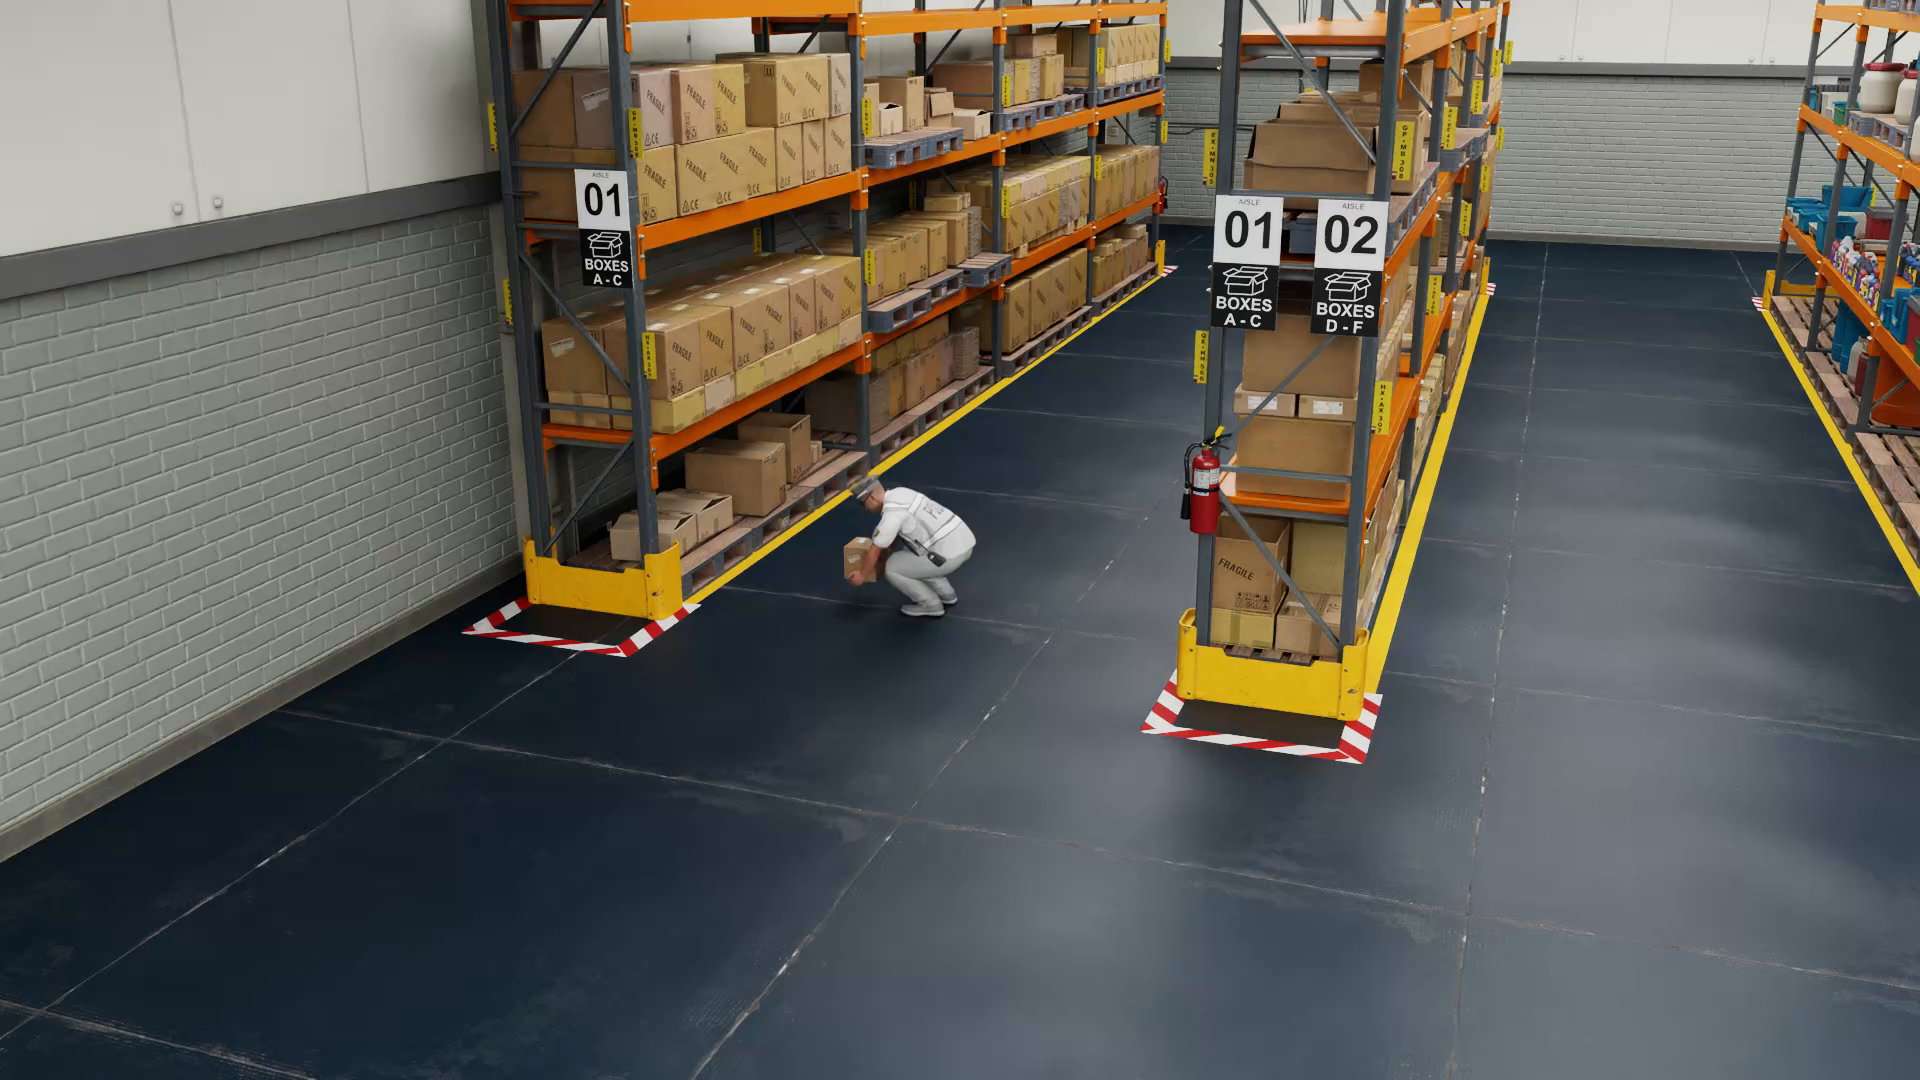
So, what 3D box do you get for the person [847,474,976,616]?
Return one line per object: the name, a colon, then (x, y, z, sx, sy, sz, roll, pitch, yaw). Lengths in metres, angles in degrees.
person: (-0.357, 0.021, 12.166, 0.913, 1.012, 0.570, 6, 20, 18)
